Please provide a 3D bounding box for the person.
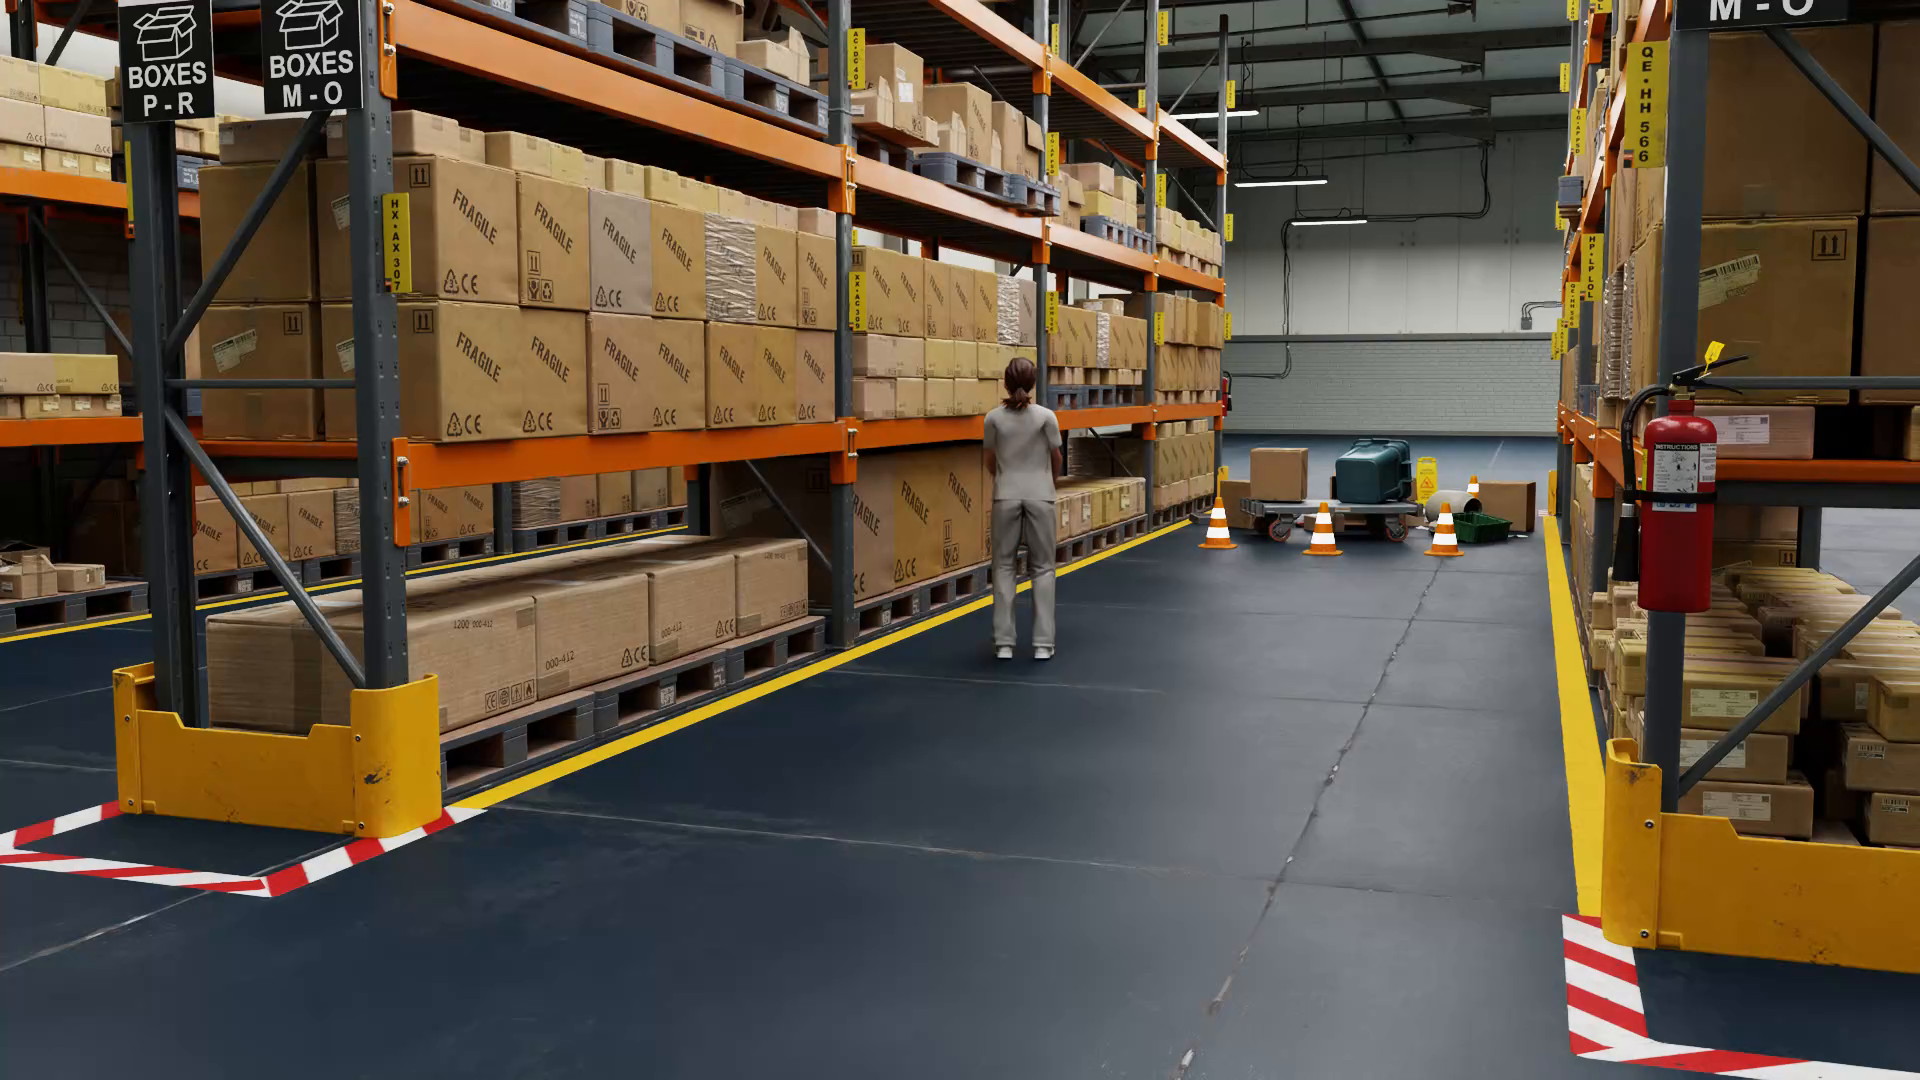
[{"bbox_3d":[0.351,-0.183,9.243,0.438,1.662,0.549,1,5,6],"label":"person"}]
